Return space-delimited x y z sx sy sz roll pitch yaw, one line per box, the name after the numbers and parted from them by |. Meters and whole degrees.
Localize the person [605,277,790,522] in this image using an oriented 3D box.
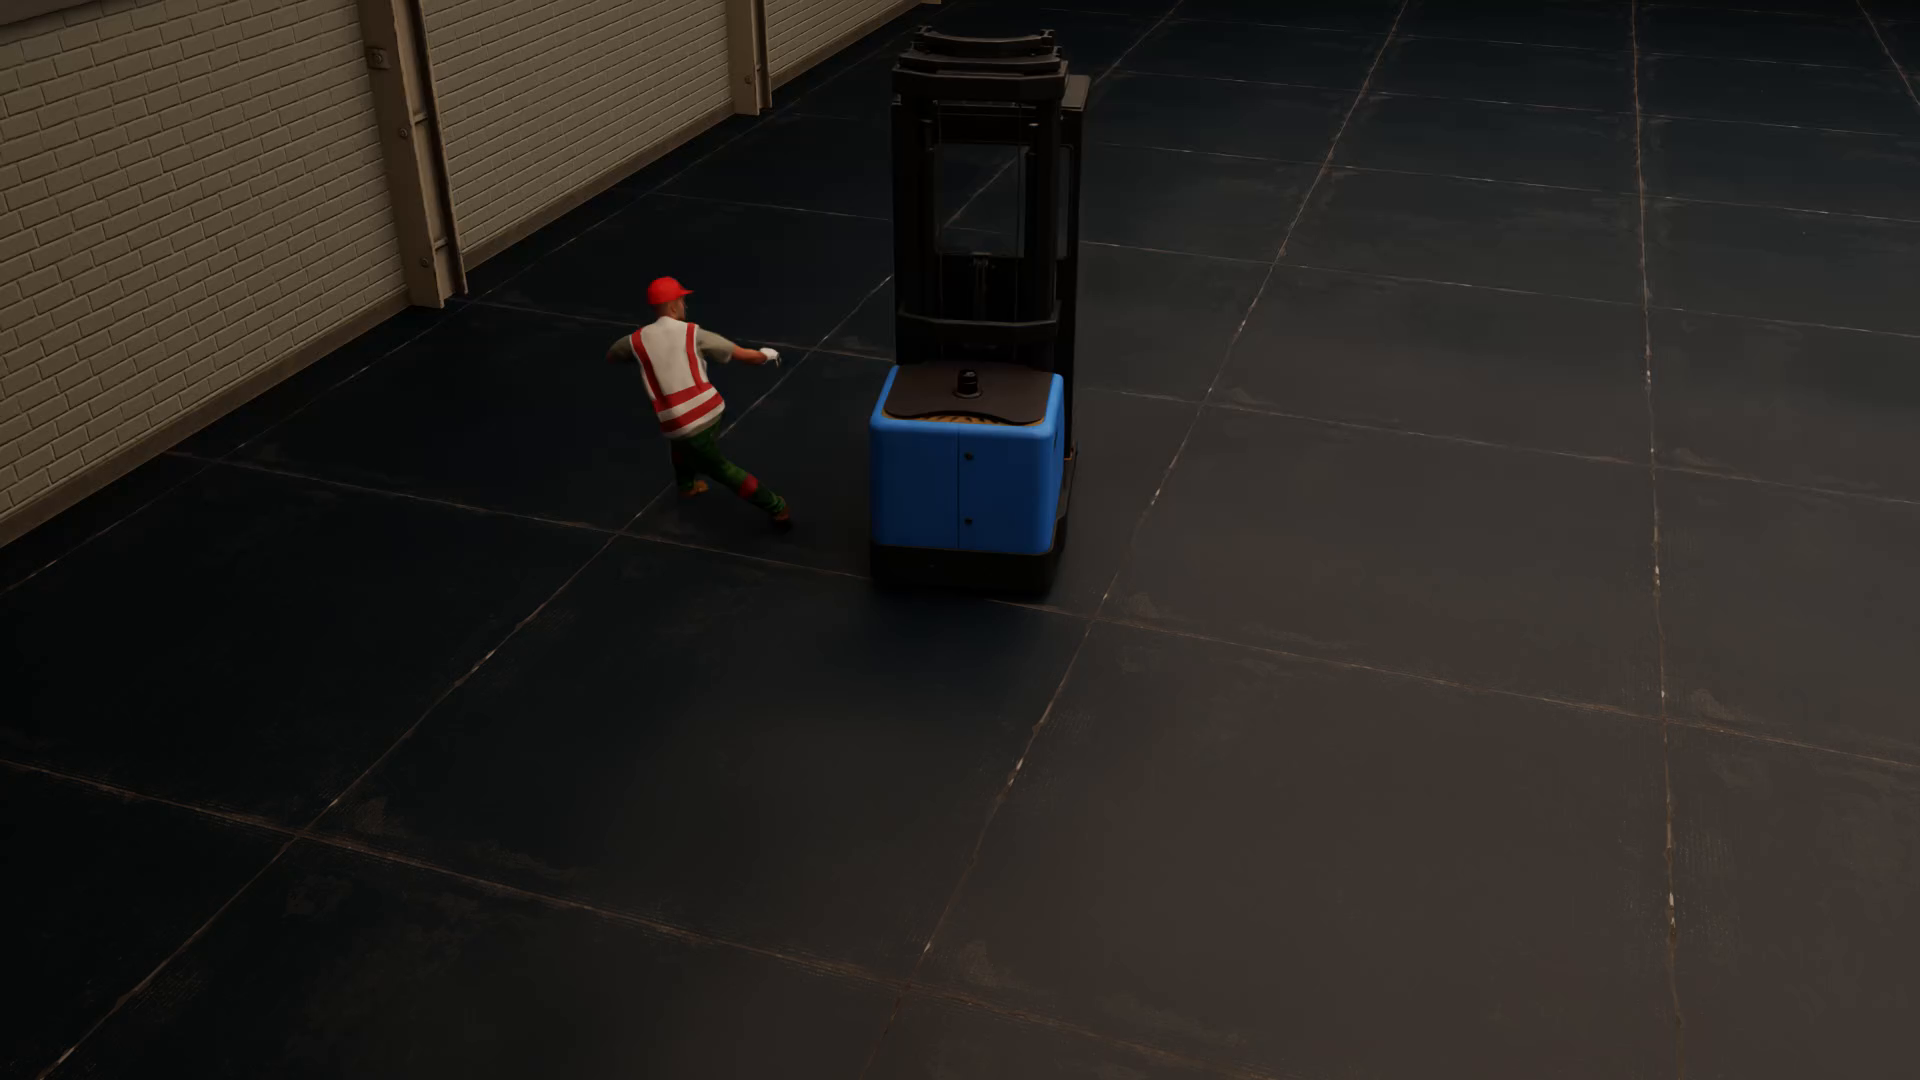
-1.572 -0.874 10.060 1.000 1.509 0.948 -14 32 -23 | person

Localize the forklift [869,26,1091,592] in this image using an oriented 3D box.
0.186 -1.687 10.096 1.130 2.935 3.031 4 30 6 | forklift
